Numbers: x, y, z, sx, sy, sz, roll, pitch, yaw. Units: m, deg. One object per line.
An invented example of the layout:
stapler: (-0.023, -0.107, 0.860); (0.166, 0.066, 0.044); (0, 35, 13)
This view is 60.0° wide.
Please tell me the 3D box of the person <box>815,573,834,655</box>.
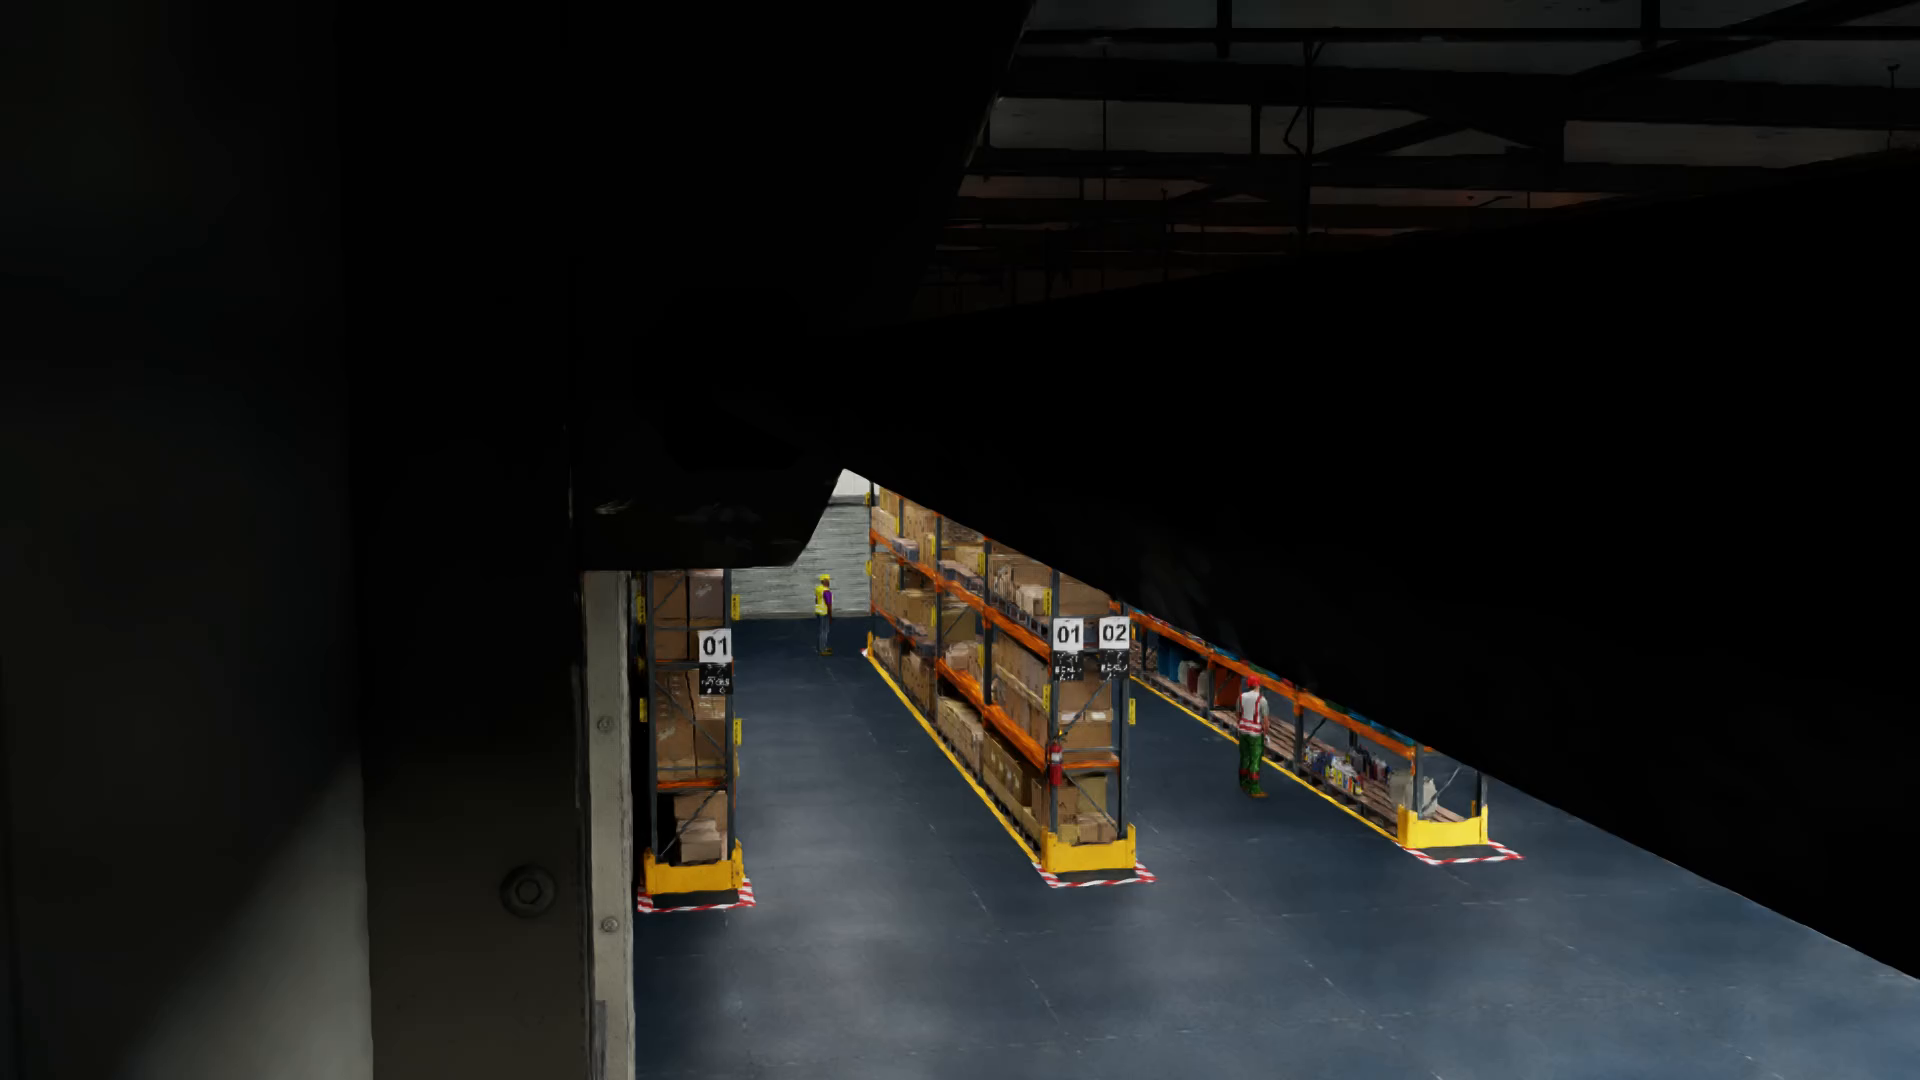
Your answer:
person: (-2.939, 1.617, 36.603); (0.464, 1.763, 0.626); (-3, 7, -30)

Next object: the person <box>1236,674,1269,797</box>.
person: (4.347, 2.858, 24.596); (0.450, 1.789, 0.605); (-5, 8, -42)
